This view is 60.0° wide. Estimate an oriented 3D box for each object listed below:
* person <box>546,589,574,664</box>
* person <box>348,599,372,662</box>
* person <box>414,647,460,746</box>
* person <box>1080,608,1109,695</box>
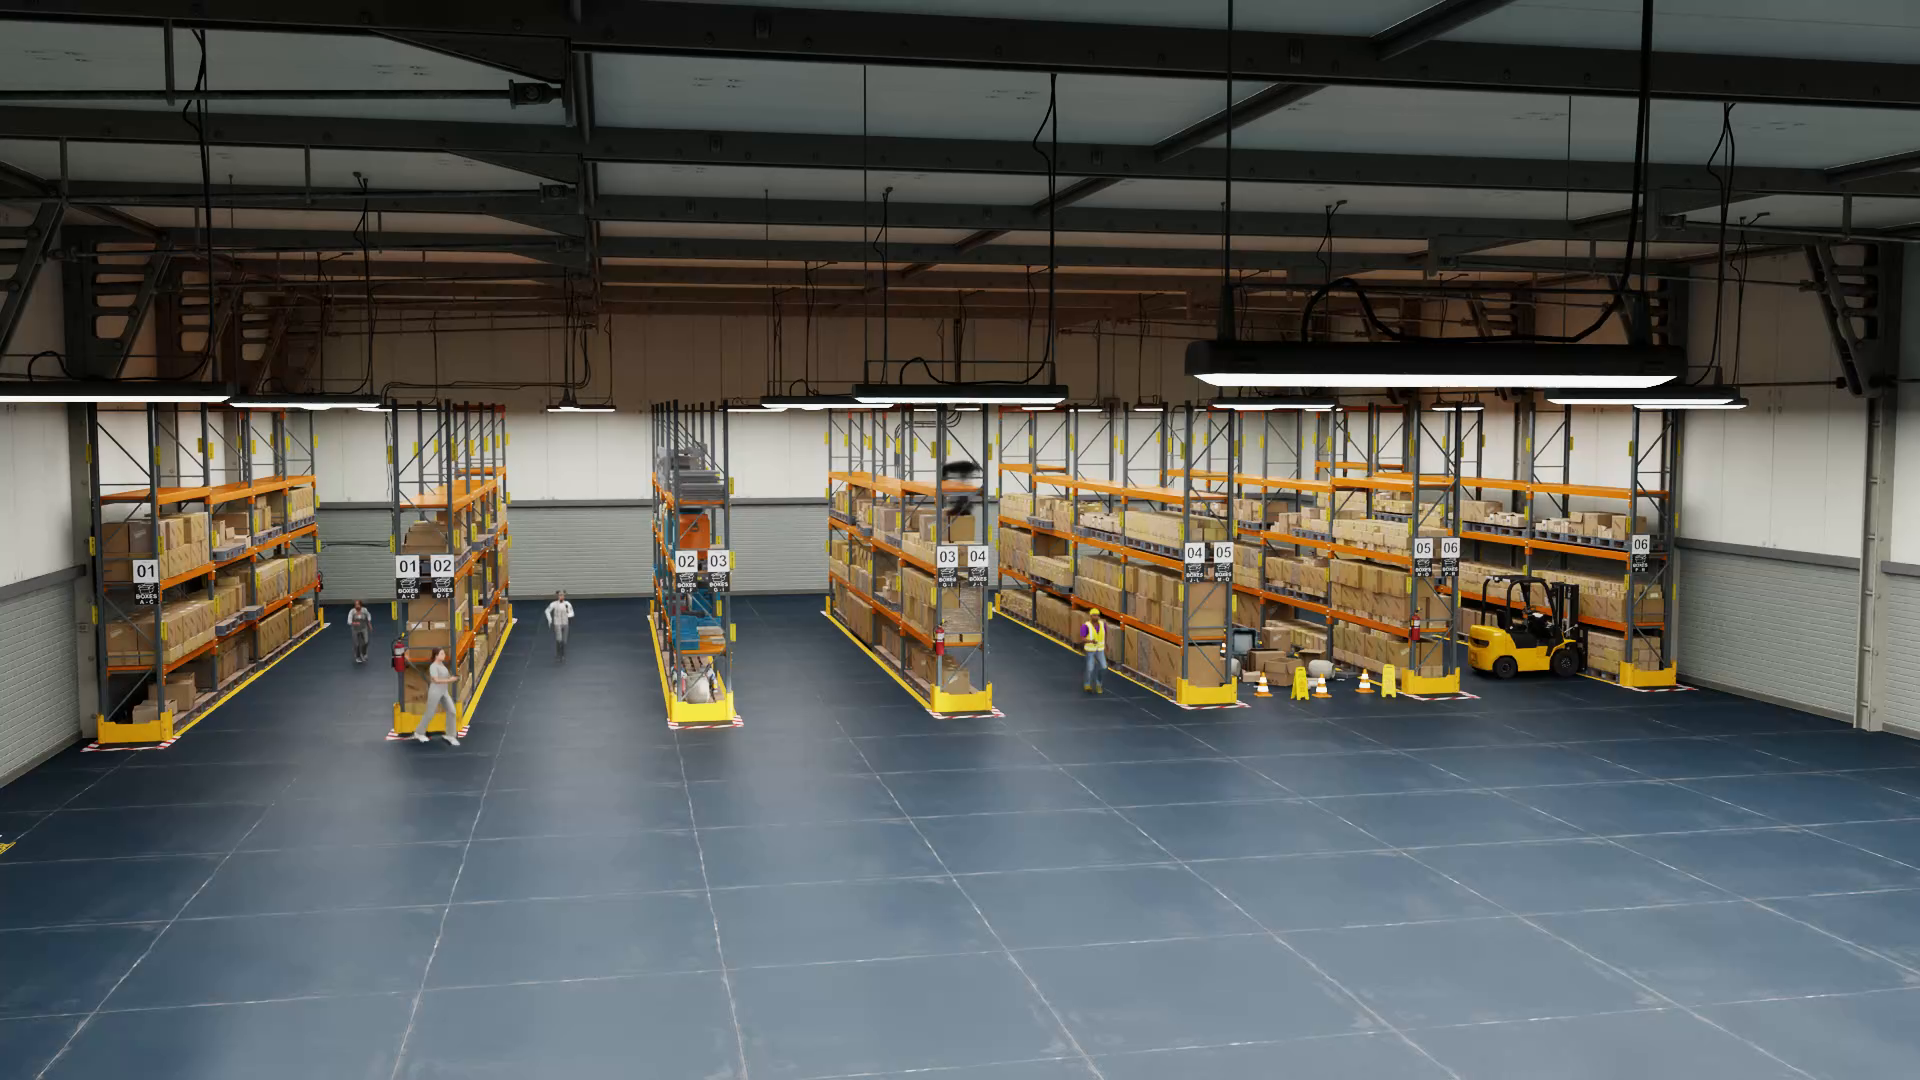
[{"bbox_3d":[-9.201,1.991,38.357,0.589,1.718,0.677,-2,5,-27],"label":"person"},{"bbox_3d":[-13.787,2.090,38.206,0.545,1.495,0.834,-2,5,-26],"label":"person"},{"bbox_3d":[-9.080,2.706,28.822,0.854,1.717,0.521,1,4,13],"label":"person"},{"bbox_3d":[2.767,2.284,34.002,0.683,1.787,0.800,-1,5,-17],"label":"person"}]
